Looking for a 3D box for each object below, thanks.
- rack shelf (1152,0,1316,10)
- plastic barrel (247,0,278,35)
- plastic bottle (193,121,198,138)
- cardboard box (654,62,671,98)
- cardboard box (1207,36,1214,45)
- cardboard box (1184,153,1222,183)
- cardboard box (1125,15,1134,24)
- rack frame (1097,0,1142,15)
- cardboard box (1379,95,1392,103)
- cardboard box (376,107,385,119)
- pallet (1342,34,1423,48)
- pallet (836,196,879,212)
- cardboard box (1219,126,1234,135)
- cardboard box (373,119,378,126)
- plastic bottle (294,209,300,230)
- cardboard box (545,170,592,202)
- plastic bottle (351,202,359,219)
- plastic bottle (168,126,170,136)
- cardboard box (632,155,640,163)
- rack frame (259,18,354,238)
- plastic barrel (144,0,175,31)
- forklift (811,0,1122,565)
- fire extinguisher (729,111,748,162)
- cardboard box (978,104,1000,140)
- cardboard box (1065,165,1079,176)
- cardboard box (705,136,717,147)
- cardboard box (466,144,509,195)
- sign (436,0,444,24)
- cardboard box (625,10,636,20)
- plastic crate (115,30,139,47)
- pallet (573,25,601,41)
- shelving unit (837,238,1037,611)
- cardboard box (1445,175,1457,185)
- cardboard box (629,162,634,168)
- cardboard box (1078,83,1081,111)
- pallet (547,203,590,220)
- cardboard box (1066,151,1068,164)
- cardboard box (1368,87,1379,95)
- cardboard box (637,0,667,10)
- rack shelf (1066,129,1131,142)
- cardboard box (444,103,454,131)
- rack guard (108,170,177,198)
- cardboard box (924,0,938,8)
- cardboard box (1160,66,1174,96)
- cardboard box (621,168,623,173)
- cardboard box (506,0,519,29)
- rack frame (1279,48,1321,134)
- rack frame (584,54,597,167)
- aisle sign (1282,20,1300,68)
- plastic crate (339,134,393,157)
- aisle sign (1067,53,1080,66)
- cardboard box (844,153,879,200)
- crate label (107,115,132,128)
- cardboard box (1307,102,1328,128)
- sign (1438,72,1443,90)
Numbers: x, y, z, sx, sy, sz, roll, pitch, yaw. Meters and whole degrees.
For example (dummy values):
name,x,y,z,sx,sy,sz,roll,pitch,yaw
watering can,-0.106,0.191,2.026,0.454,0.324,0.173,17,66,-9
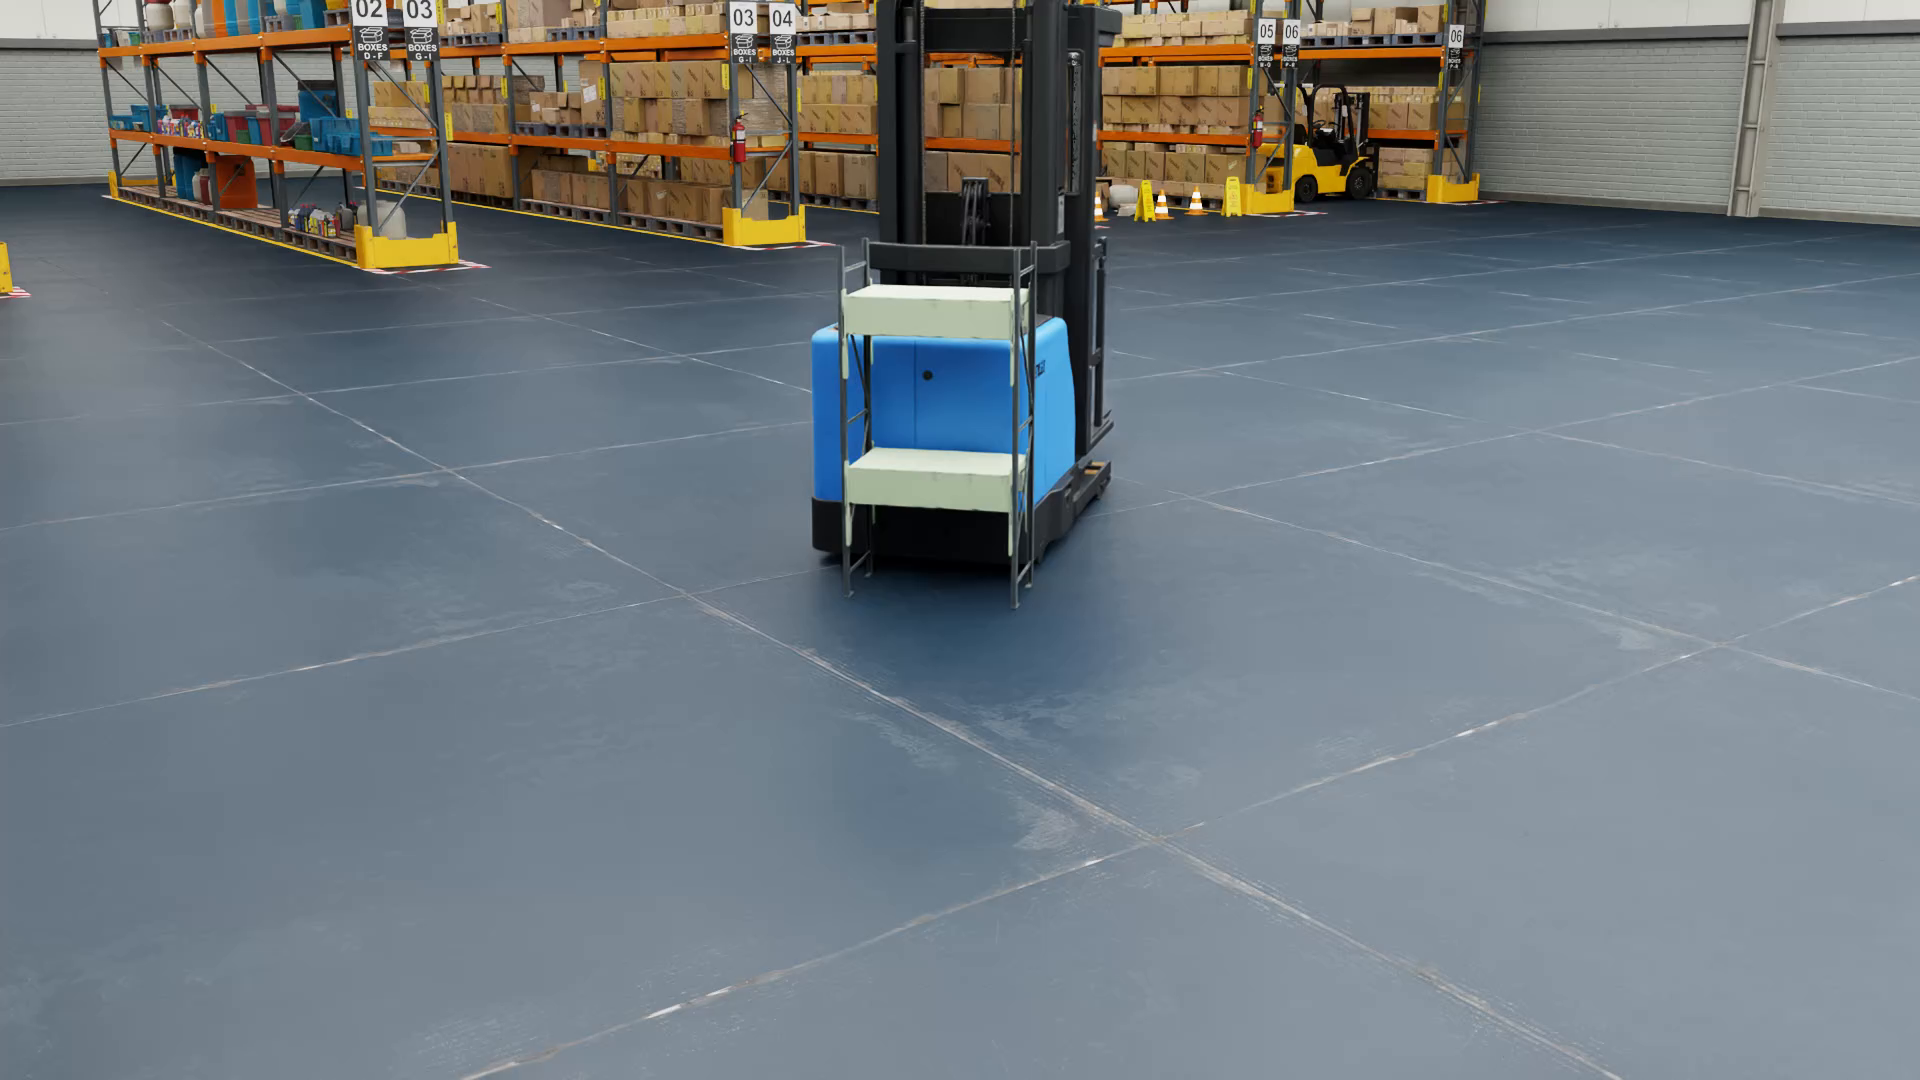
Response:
name,x,y,z,sx,sy,sz,roll,pitch,yaw
rack shelf,5.817,-11.533,35.290,1.077,0.370,4.000,-11,19,-35
plastic barrel,-9.517,-7.438,22.938,0.600,0.901,0.708,-11,19,-35
plastic bottle,-12.280,-6.605,26.770,0.097,0.271,0.097,0,15,0
cardboard box,-4.085,-6.663,24.092,0.500,0.500,0.500,-11,19,-35
cardboard box,4.499,-8.660,28.829,0.380,0.149,0.250,-11,19,-34
cardboard box,4.340,-6.607,29.526,0.500,0.500,0.500,-10,18,-33
cardboard box,3.226,-9.465,30.259,0.380,0.149,0.250,-12,19,-36
rack frame,2.980,-10.875,30.764,1.000,3.000,0.127,-11,19,-35
cardboard box,8.305,-8.509,32.067,0.380,0.149,0.250,-12,19,-36
cardboard box,-11.717,-8.822,34.349,0.500,0.250,0.500,-11,19,-35
pallet,8.229,-9.718,32.387,1.003,0.211,1.213,-11,19,-35
pallet,-1.479,-6.000,29.597,1.003,0.211,1.213,-11,19,-35
cardboard box,4.700,-7.090,28.773,0.380,0.149,0.250,-11,19,-35
cardboard box,-11.998,-8.703,34.668,0.380,0.149,0.250,-11,19,-35
plastic bottle,-8.997,-4.372,22.694,0.152,0.276,0.135,-10,18,-33
cardboard box,-6.641,-6.048,28.391,0.700,0.500,0.500,-13,20,-39
plastic bottle,-8.318,-4.475,22.930,0.144,0.351,0.185,-12,19,-37
plastic bottle,-13.406,-6.980,28.274,0.097,0.201,0.097,0,15,0
cardboard box,-6.914,-8.317,36.259,0.380,0.149,0.250,-12,19,-36
rack frame,-9.042,-5.674,23.127,1.000,3.000,0.127,-11,19,-35
plastic barrel,-13.639,-8.946,28.346,0.433,0.535,0.433,0,15,0
forklift,0.198,-1.647,8.542,1.130,2.935,3.031,4,16,15
fire extinguisher,-2.990,-5.456,22.474,0.296,0.674,0.183,-11,19,-35
cardboard box,0.792,-6.596,26.210,0.875,0.550,0.550,-11,19,-35
cardboard box,2.244,-7.181,32.814,0.950,0.372,0.625,-10,18,-31
cardboard box,-3.354,-5.596,23.314,0.380,0.149,0.250,-11,19,-35
cardboard box,-8.295,-6.817,30.531,1.225,0.875,0.875,-11,19,-34
sign,-6.243,-6.356,19.917,0.100,0.325,0.005,-11,19,-35
cardboard box,-4.740,-7.785,24.685,0.380,0.149,0.250,-11,19,-34
plastic crate,-15.044,-9.105,30.204,0.437,0.282,0.530,-11,19,-35
pallet,-5.313,-7.948,26.106,1.213,0.211,1.003,-11,19,-35
shelving unit,-0.089,-0.499,7.060,0.755,1.500,0.431,3,16,12
cardboard box,9.214,-6.910,32.054,0.500,0.250,0.500,-11,19,-34
cardboard box,-7.100,-8.302,36.770,0.380,0.149,0.250,-10,18,-32
cardboard box,2.523,-8.439,31.678,0.500,0.500,0.500,-11,19,-36
pallet,-6.216,-5.525,27.863,1.003,0.211,1.213,-11,19,-35
cardboard box,2.713,-9.208,39.975,0.500,0.500,0.500,-11,19,-35
cardboard box,8.132,-8.704,32.214,0.380,0.149,0.250,-10,18,-33
cardboard box,-4.565,-8.266,25.215,0.500,0.500,0.500,-12,19,-36
rack shelf,1.804,-8.062,33.211,1.077,0.370,4.000,-11,19,-35
cardboard box,-9.375,-7.956,31.271,0.500,0.500,0.500,-11,19,-34
rack guard,-16.123,-7.034,32.830,1.175,0.500,0.348,-11,19,-35
cardboard box,-0.309,-8.597,26.859,0.500,0.250,0.500,-11,19,-35
cardboard box,3.999,-8.207,29.732,0.700,0.500,0.500,-11,19,-35
cardboard box,-7.311,-8.214,37.008,0.380,0.149,0.250,-11,19,-34
cardboard box,-7.320,-8.893,28.069,0.500,0.500,0.500,-11,19,-34
rack frame,6.993,-8.753,34.374,1.000,3.000,0.127,-11,19,-35
rack frame,-8.020,-9.754,38.032,1.000,3.000,0.127,-11,19,-35
aisle sign,5.619,-8.416,28.219,0.394,0.787,0.004,-11,19,-35
plastic crate,-7.227,-4.809,20.246,0.499,0.251,0.616,-11,19,-35
aisle sign,1.672,-7.623,25.320,0.394,0.787,0.004,-11,19,-35
cardboard box,-1.402,-6.428,29.344,1.050,0.750,0.750,-11,19,-35
crate label,-16.219,-8.081,32.124,0.416,0.233,0.303,-11,19,-35
cardboard box,7.362,-8.557,33.469,0.500,0.500,0.500,-10,18,-34
sign,8.898,-8.490,30.772,0.100,0.325,0.005,-11,19,-35
